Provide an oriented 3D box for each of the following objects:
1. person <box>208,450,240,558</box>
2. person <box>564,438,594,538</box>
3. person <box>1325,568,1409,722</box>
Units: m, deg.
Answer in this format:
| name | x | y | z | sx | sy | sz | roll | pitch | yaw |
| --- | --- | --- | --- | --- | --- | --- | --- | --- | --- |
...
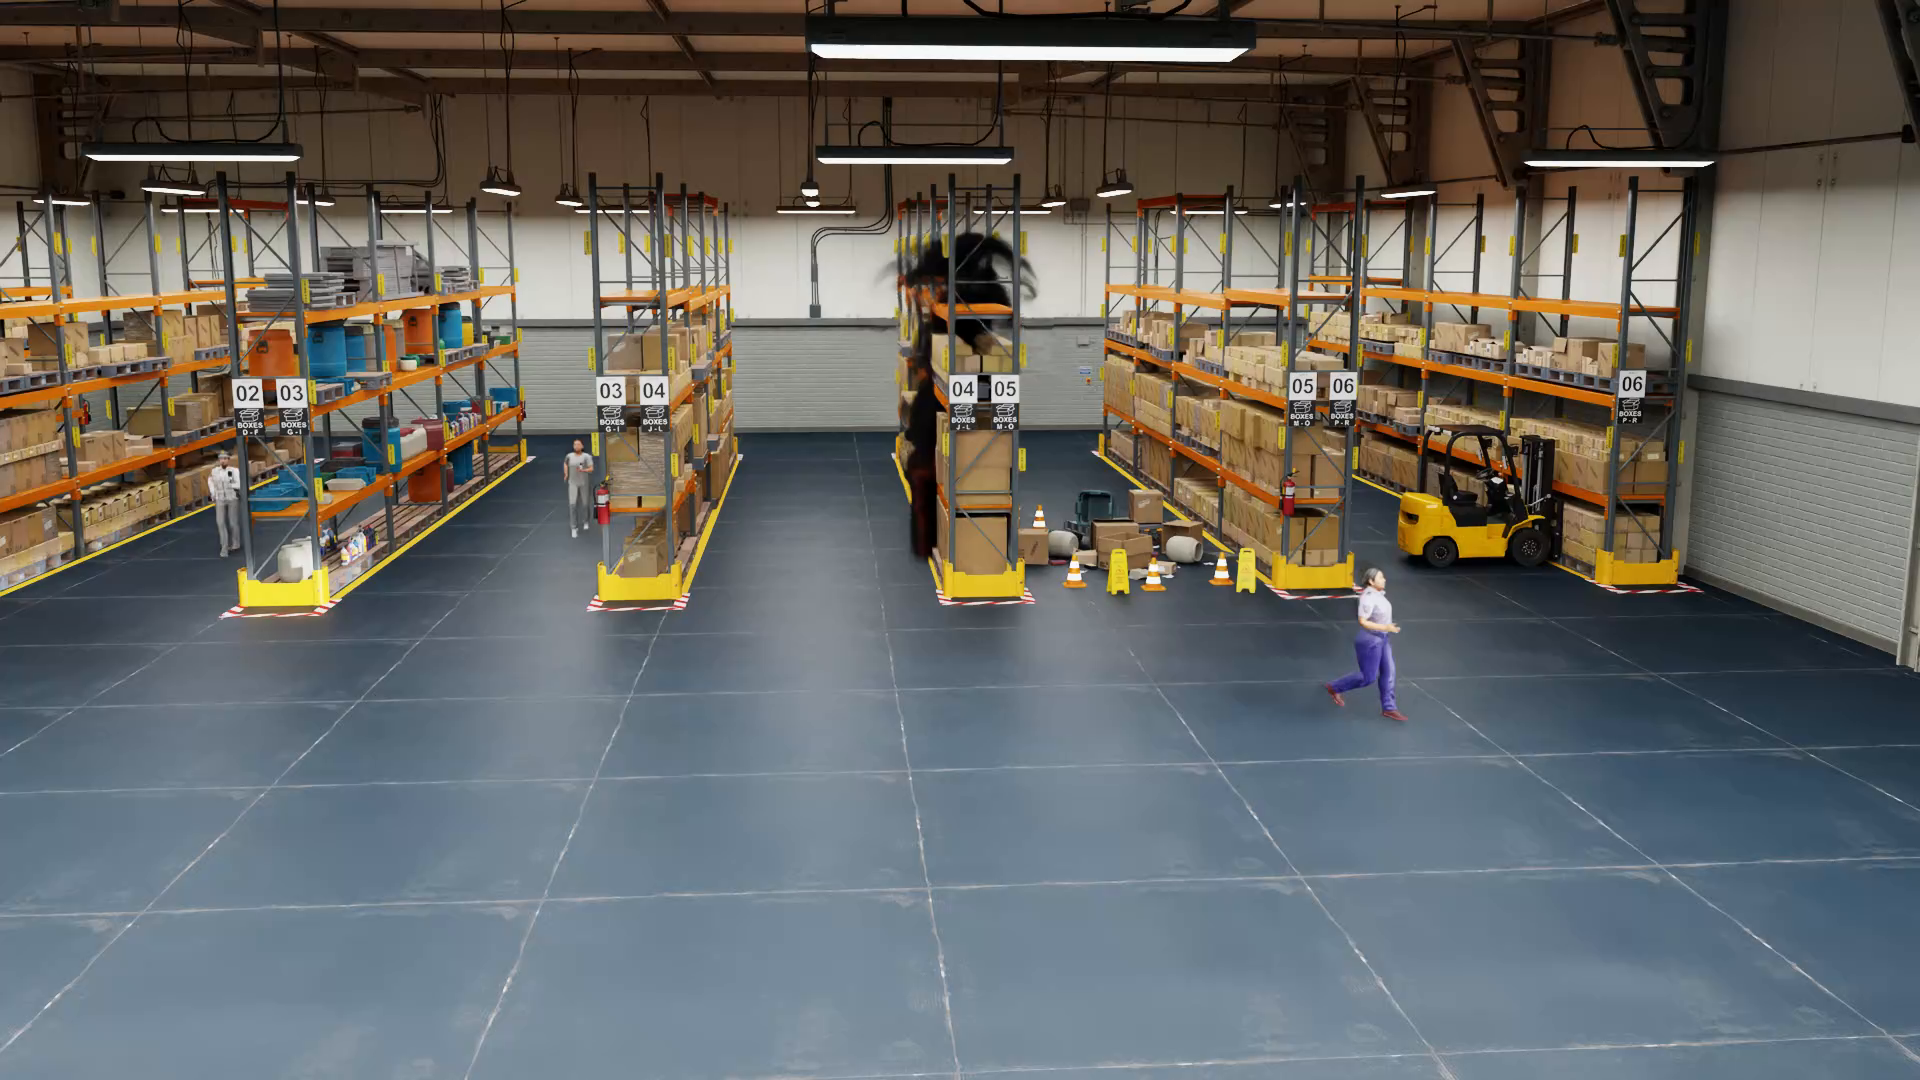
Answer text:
| name | x | y | z | sx | sy | sz | roll | pitch | yaw |
| --- | --- | --- | --- | --- | --- | --- | --- | --- | --- |
| person | -12.031 | -0.613 | 27.300 | 0.597 | 1.747 | 0.718 | -3 | 10 | -15 |
| person | -6.670 | -0.938 | 29.125 | 0.543 | 1.710 | 0.823 | -1 | 10 | -6 |
| person | 4.382 | 1.102 | 17.765 | 0.891 | 1.645 | 0.609 | 6 | 12 | 29 |
